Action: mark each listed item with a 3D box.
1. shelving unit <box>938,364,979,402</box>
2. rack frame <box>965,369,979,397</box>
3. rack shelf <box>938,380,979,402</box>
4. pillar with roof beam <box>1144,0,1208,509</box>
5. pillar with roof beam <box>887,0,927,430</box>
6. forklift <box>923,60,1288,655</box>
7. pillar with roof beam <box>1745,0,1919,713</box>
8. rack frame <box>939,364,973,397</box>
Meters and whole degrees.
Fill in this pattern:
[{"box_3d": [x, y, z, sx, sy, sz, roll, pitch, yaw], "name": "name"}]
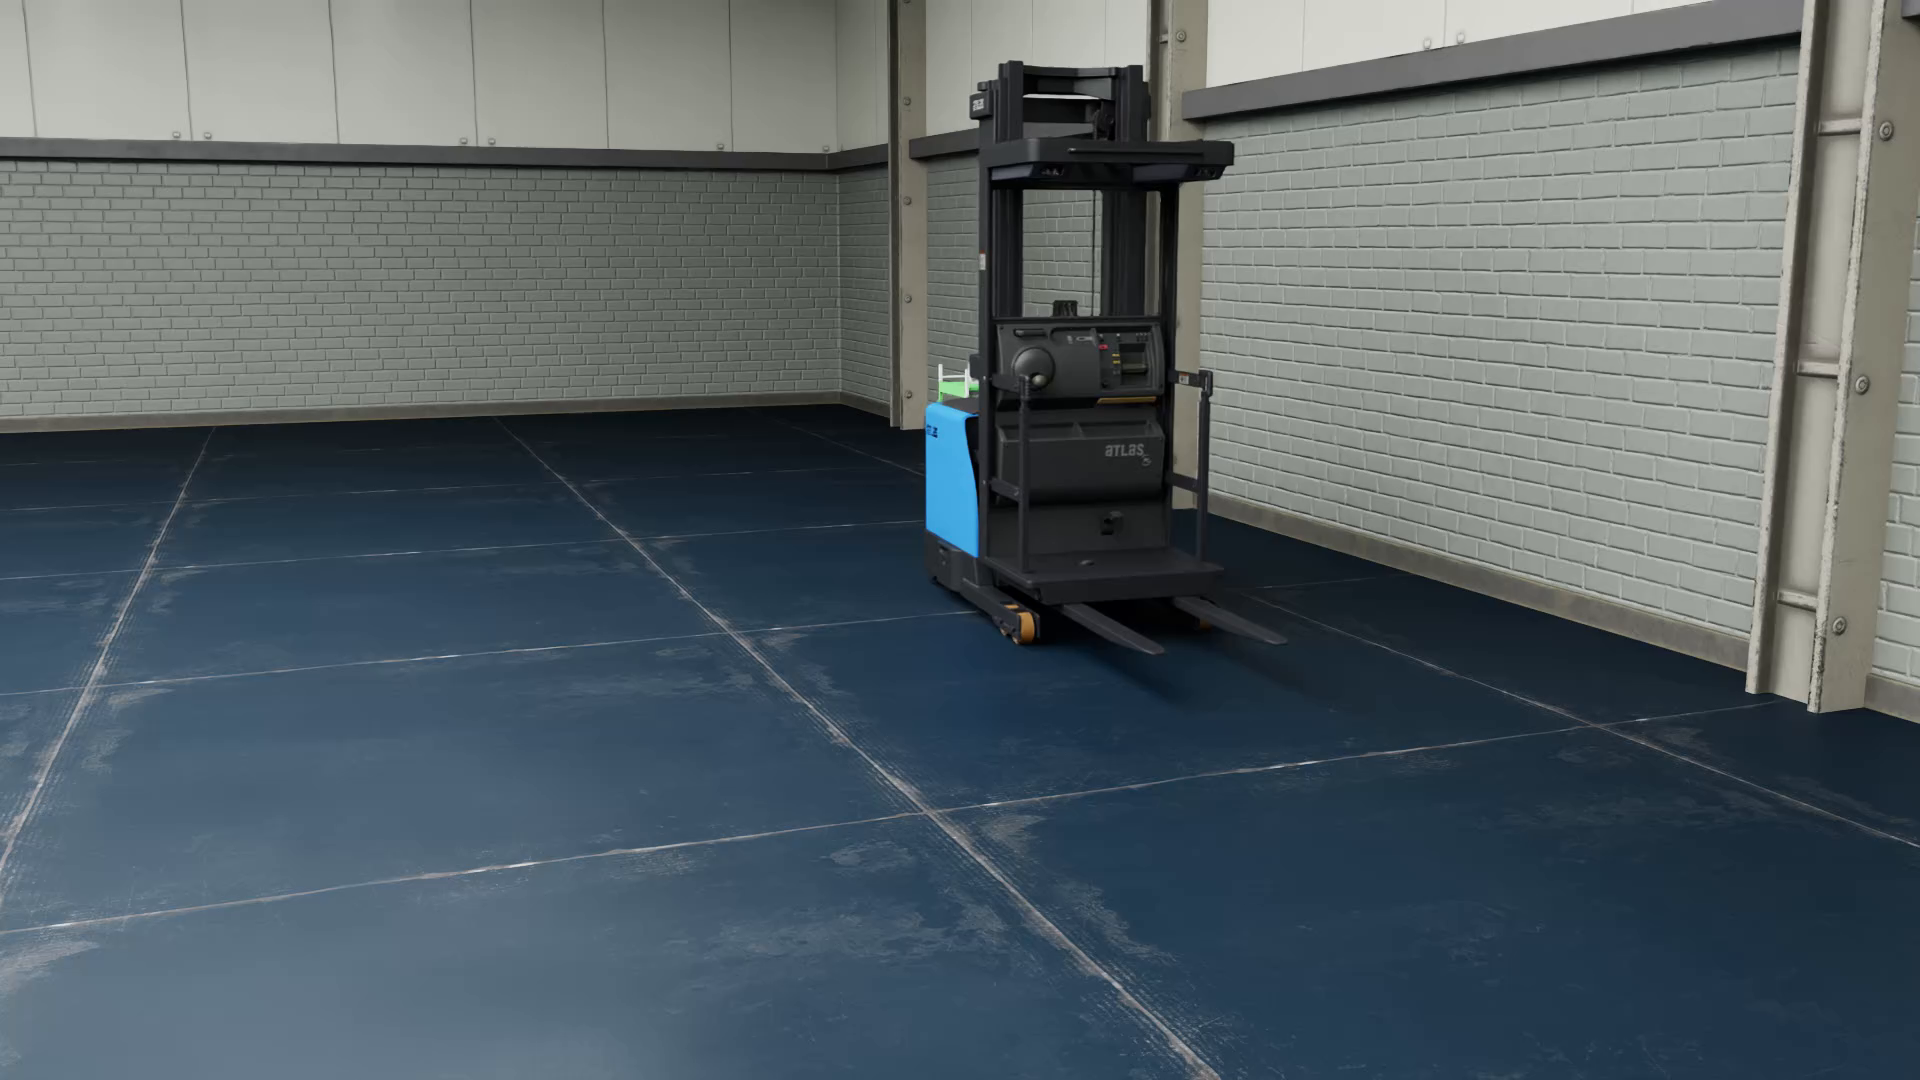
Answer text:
[{"box_3d": [0.060, -0.564, 11.163, 0.258, 1.200, 0.503, -4, 11, -21], "name": "shelving unit"}, {"box_3d": [0.148, -0.524, 10.939, 0.240, 1.200, 0.015, -4, 11, -21], "name": "rack frame"}, {"box_3d": [0.060, -0.973, 11.090, 0.258, 0.148, 0.480, -4, 11, -21], "name": "rack shelf"}, {"box_3d": [-2.404, -4.428, 10.618, 9.100, 9.000, 0.400, -4, 11, -21], "name": "pillar with roof beam"}, {"box_3d": [-4.579, -5.407, 16.124, 9.100, 9.000, 0.400, -4, 11, -21], "name": "pillar with roof beam"}, {"box_3d": [0.711, -0.992, 8.627, 1.130, 2.935, 3.031, -3, 11, -17], "name": "forklift"}, {"box_3d": [-0.230, -3.449, 5.112, 9.100, 9.000, 0.400, -4, 11, -21], "name": "pillar with roof beam"}, {"box_3d": [-0.028, -0.604, 11.387, 0.240, 1.200, 0.015, -4, 11, -21], "name": "rack frame"}]
